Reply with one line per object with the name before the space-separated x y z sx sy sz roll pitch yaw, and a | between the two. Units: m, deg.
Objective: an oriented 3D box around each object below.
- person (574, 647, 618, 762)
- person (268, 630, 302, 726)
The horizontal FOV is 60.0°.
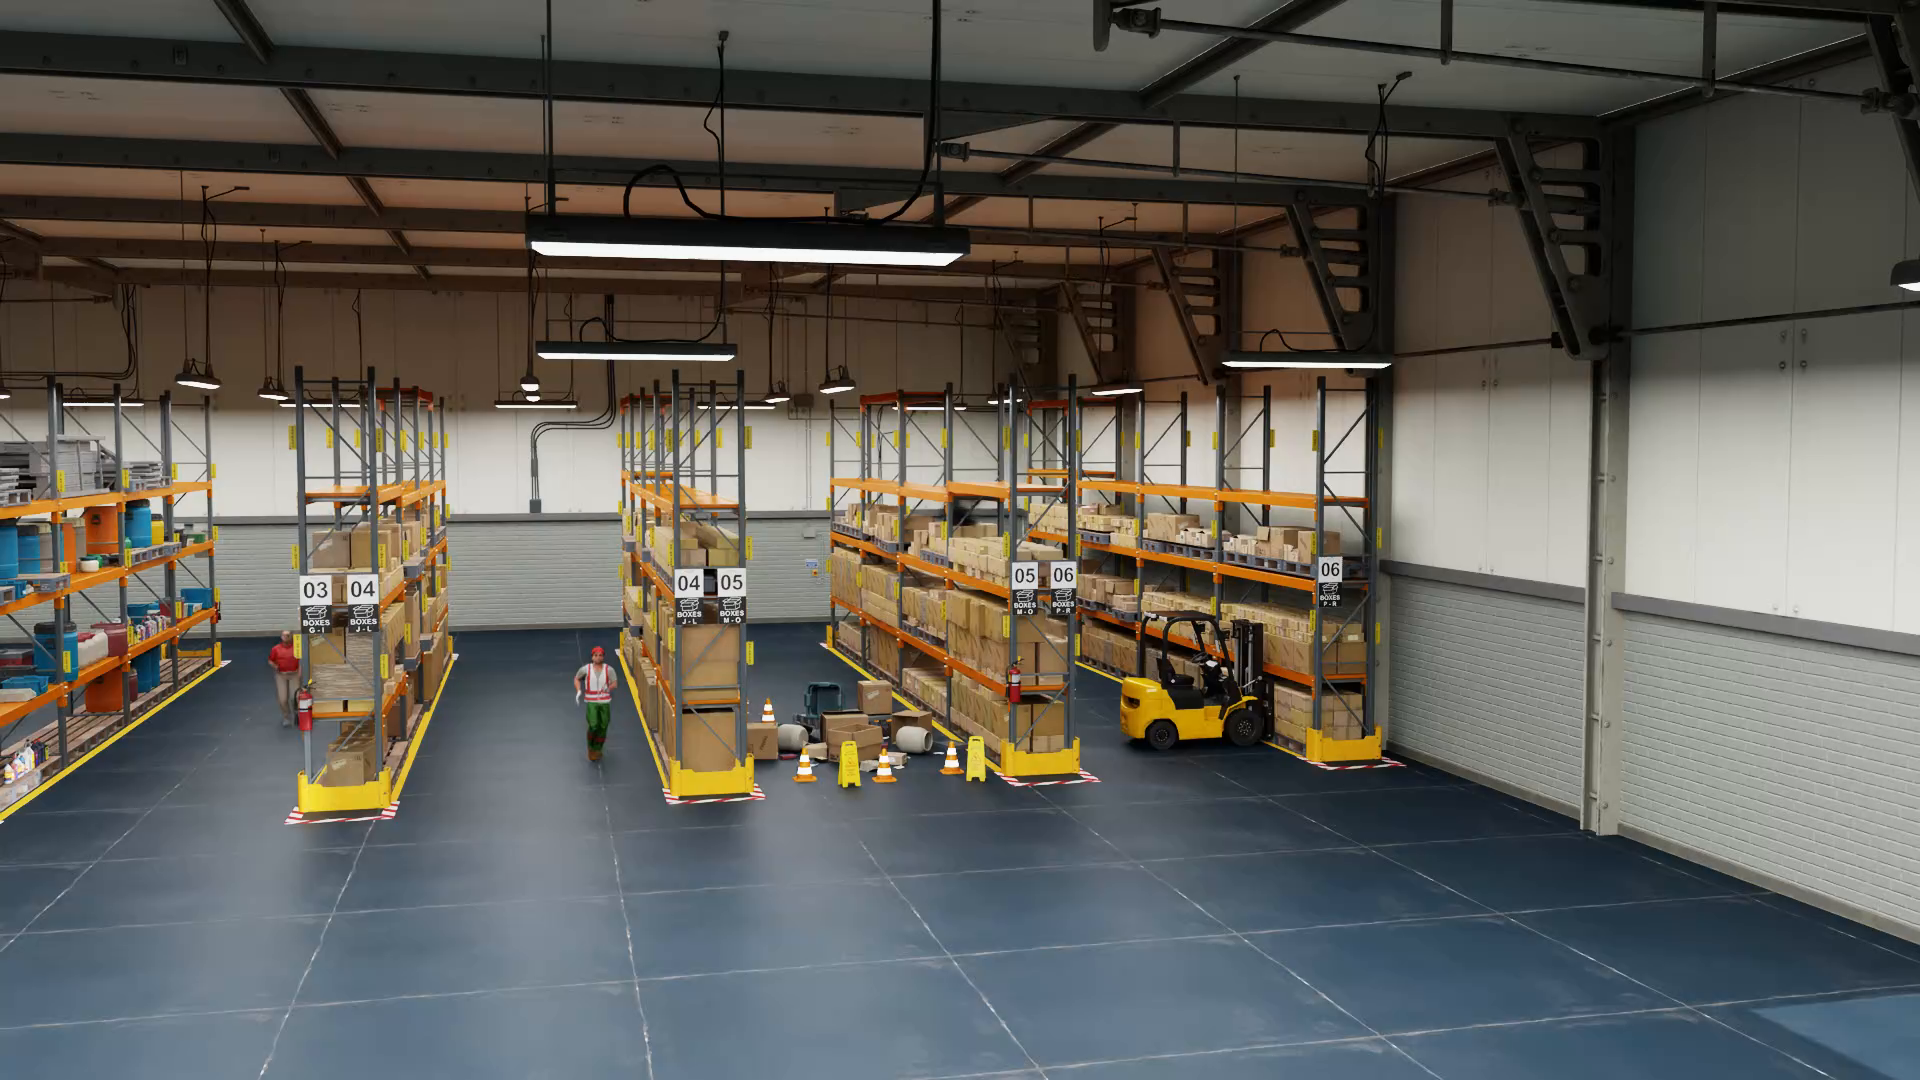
person | -5.656 2.558 25.958 0.640 1.785 0.700 -1 4 -22
person | -11.744 2.418 29.063 0.650 1.688 0.602 -1 4 -18
